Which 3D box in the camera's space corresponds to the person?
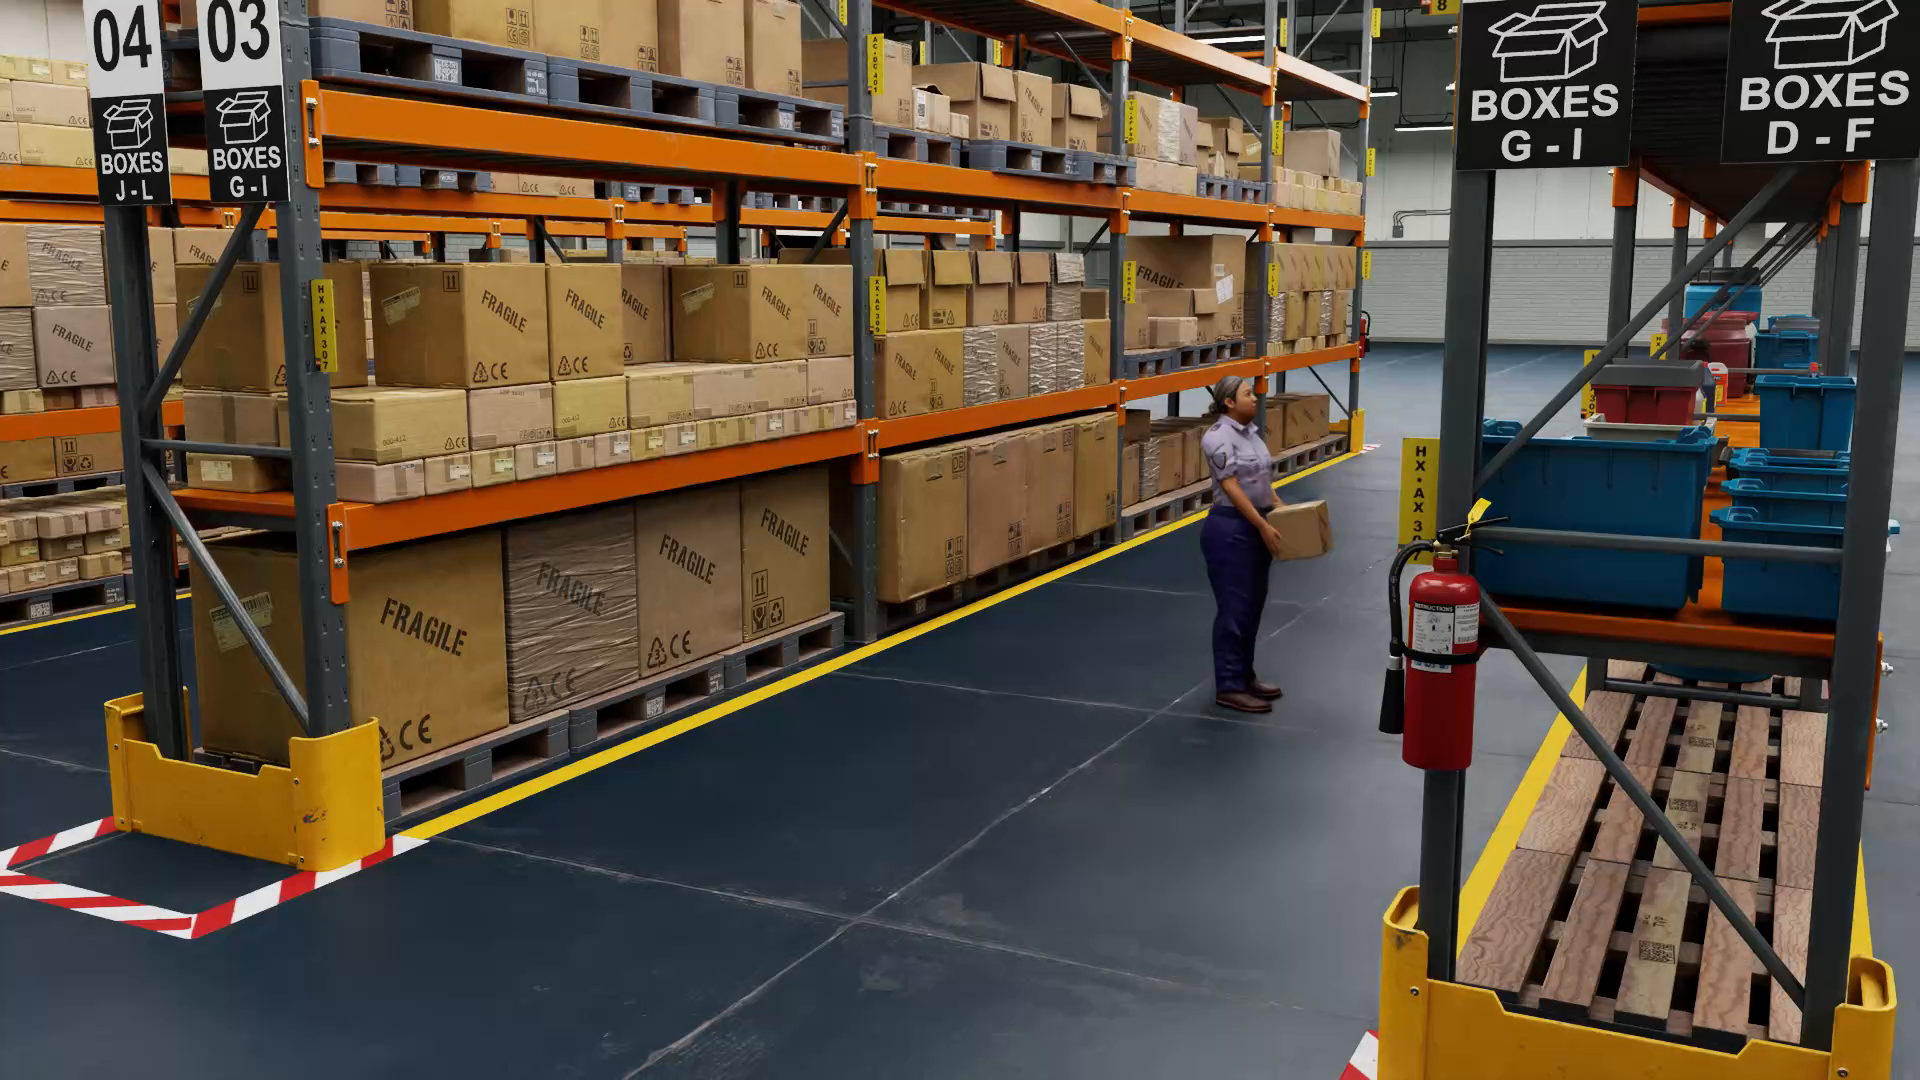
[{"bbox_3d":[1.460,0.001,8.399,0.475,1.650,0.509,6,11,33],"label":"person"}]
